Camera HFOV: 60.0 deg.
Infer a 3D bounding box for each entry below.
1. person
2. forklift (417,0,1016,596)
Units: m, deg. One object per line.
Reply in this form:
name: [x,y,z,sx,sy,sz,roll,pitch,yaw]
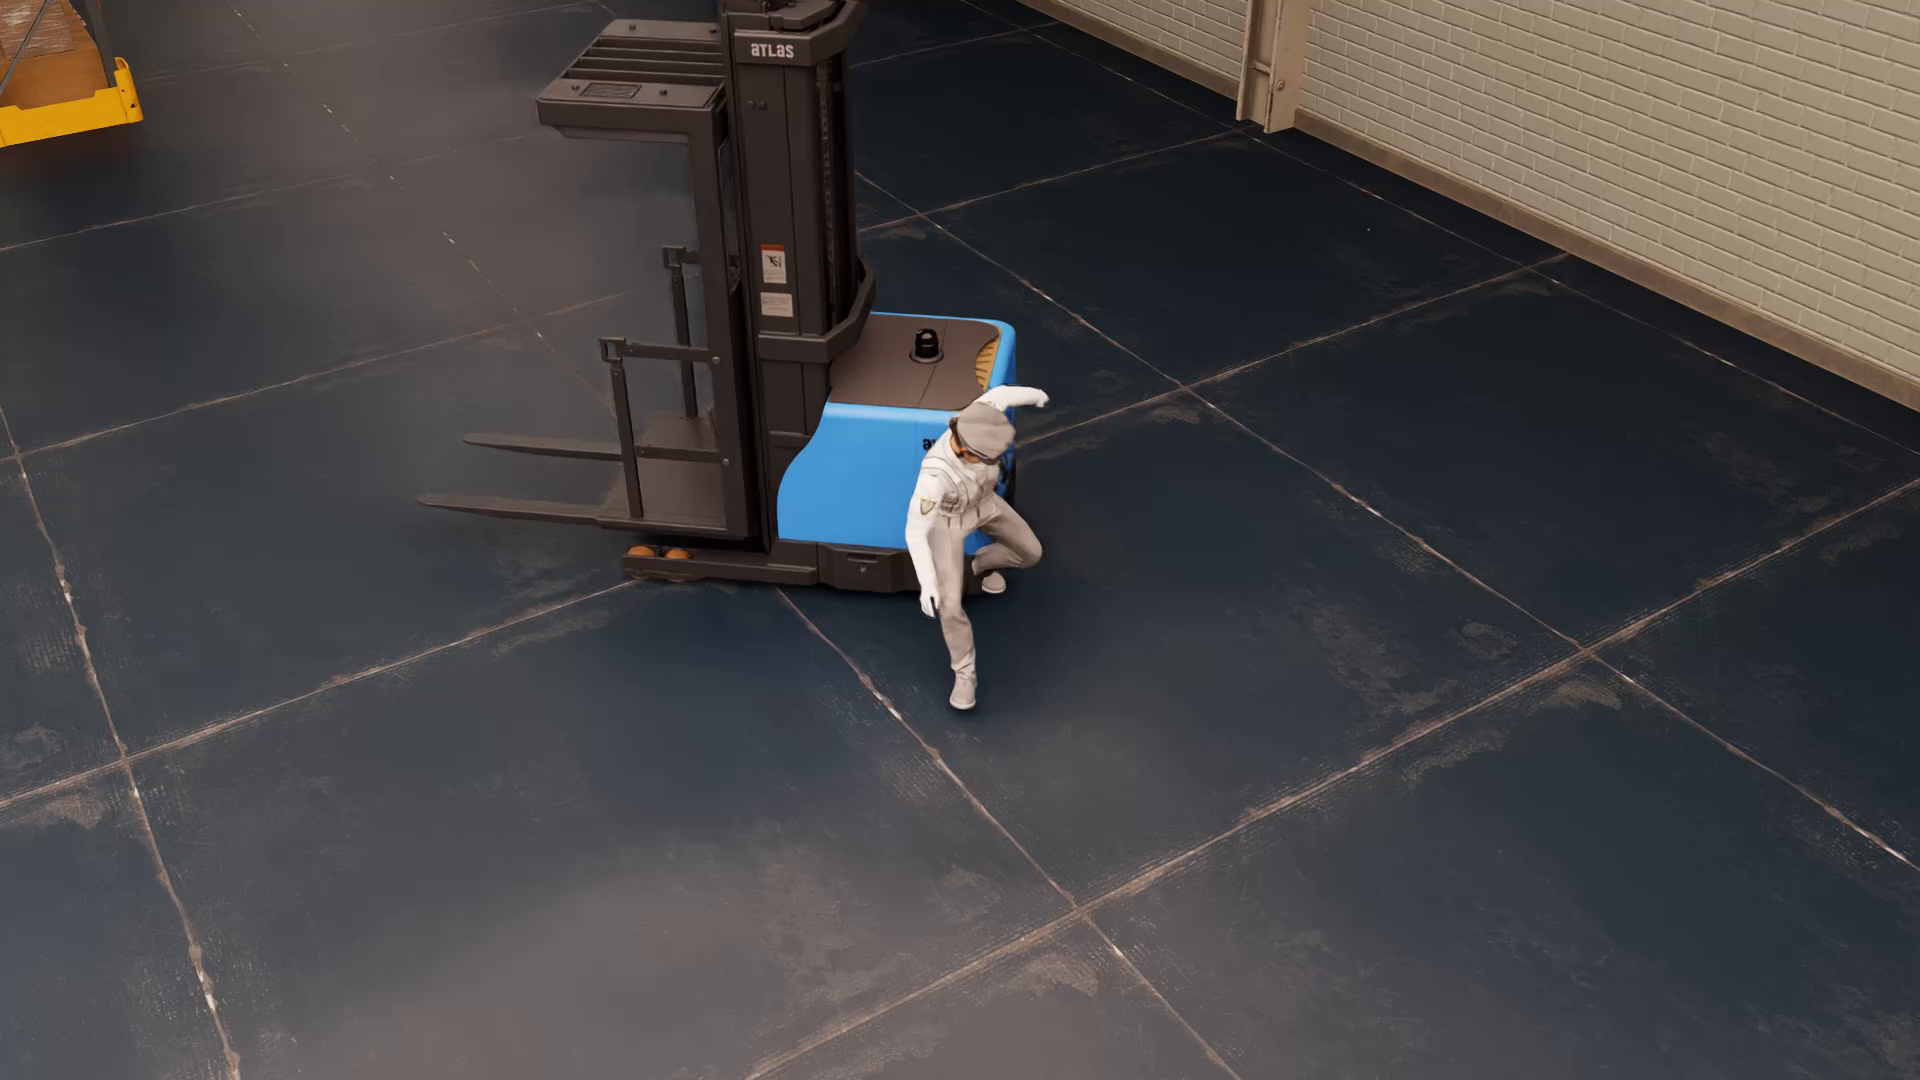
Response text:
person: [0.117,-0.108,7.605,1.090,1.431,0.744,-28,44,-34]
forklift: [-1.265,-1.280,7.970,3.031,2.935,1.130,5,35,7]
